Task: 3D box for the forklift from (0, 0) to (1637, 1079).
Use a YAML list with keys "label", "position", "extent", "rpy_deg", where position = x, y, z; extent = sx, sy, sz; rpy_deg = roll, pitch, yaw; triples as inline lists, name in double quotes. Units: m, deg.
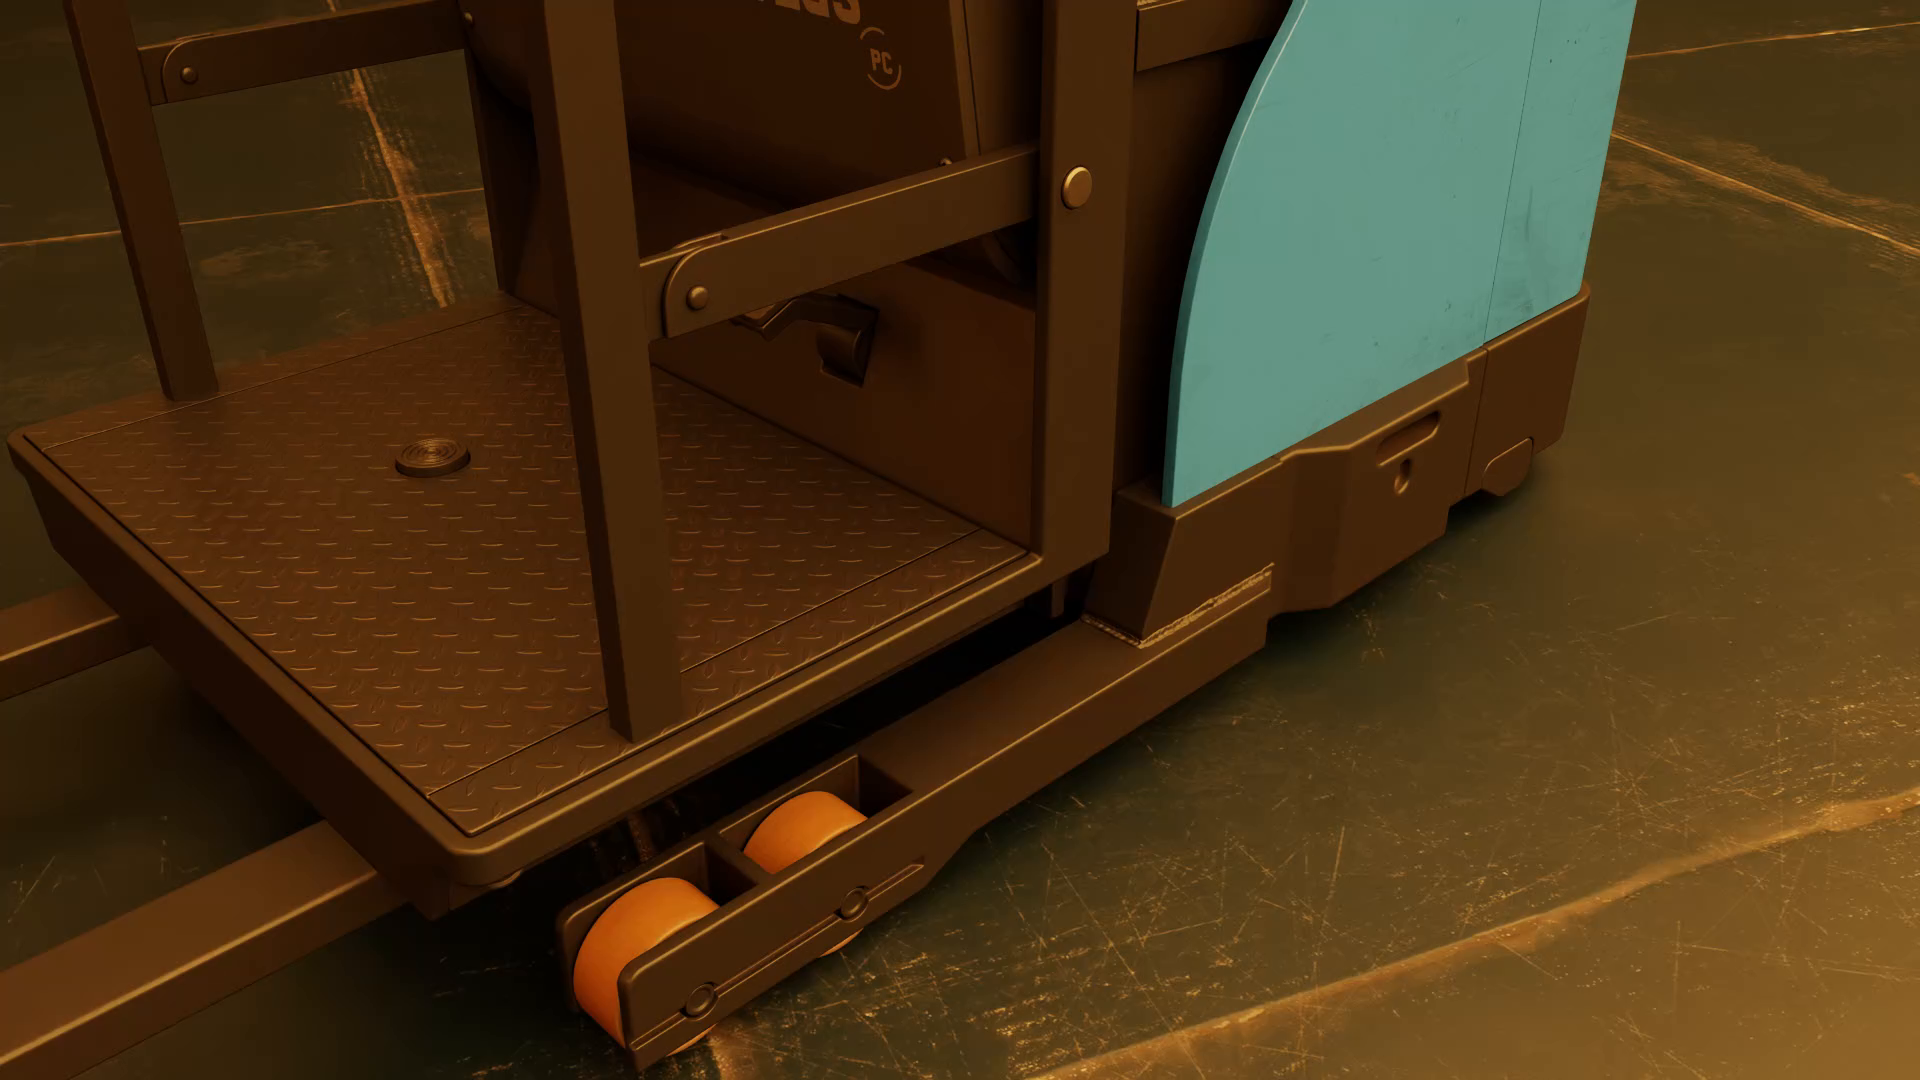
- label: "forklift"
  position: [-0.435, -1.063, 1.405]
  extent: [3.031, 2.935, 1.130]
  rpy_deg: [-26, 39, -37]
